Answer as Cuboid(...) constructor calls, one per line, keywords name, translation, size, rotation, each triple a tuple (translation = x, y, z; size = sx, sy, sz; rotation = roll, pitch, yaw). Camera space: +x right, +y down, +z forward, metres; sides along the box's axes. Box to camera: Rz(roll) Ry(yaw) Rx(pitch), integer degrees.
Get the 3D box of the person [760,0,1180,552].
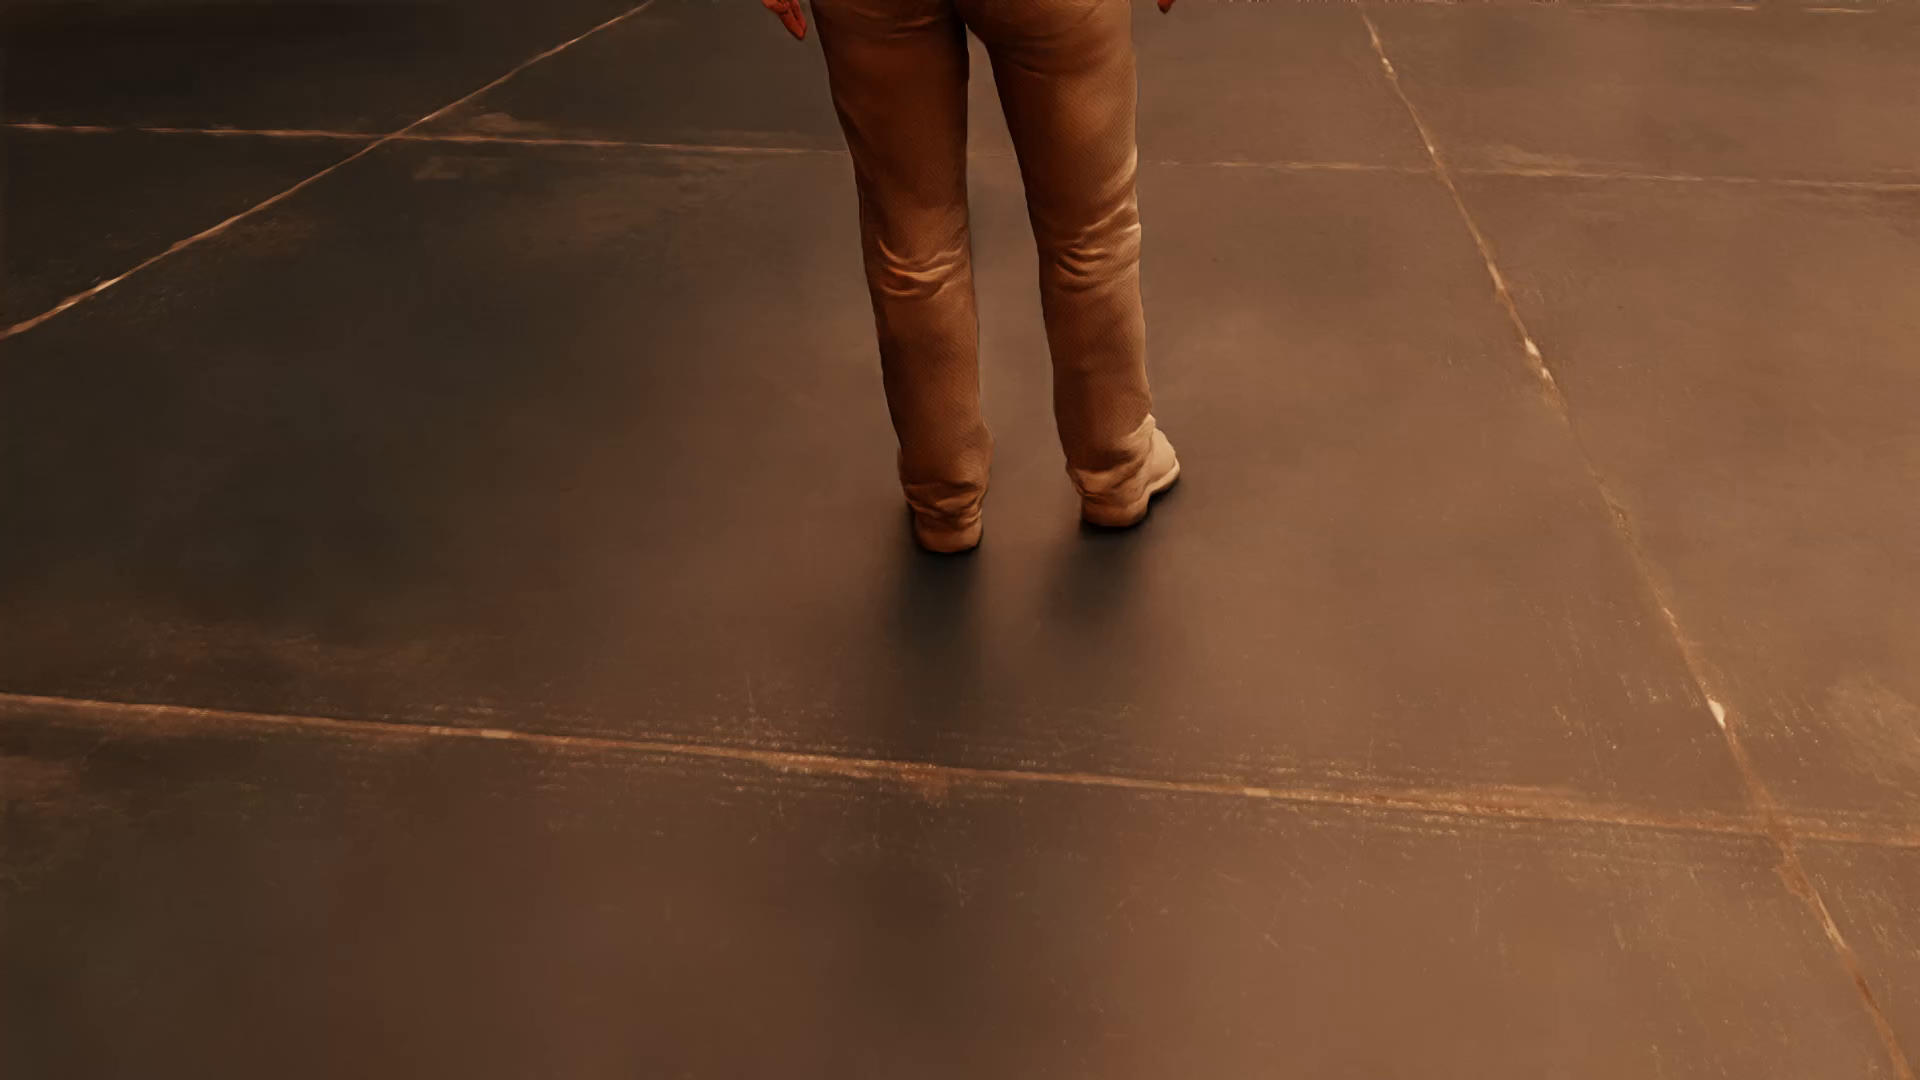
Cuboid(name="person", translation=(0.016, -0.825, 2.156), size=(0.632, 1.768, 0.567), rotation=(3, 27, 7))
